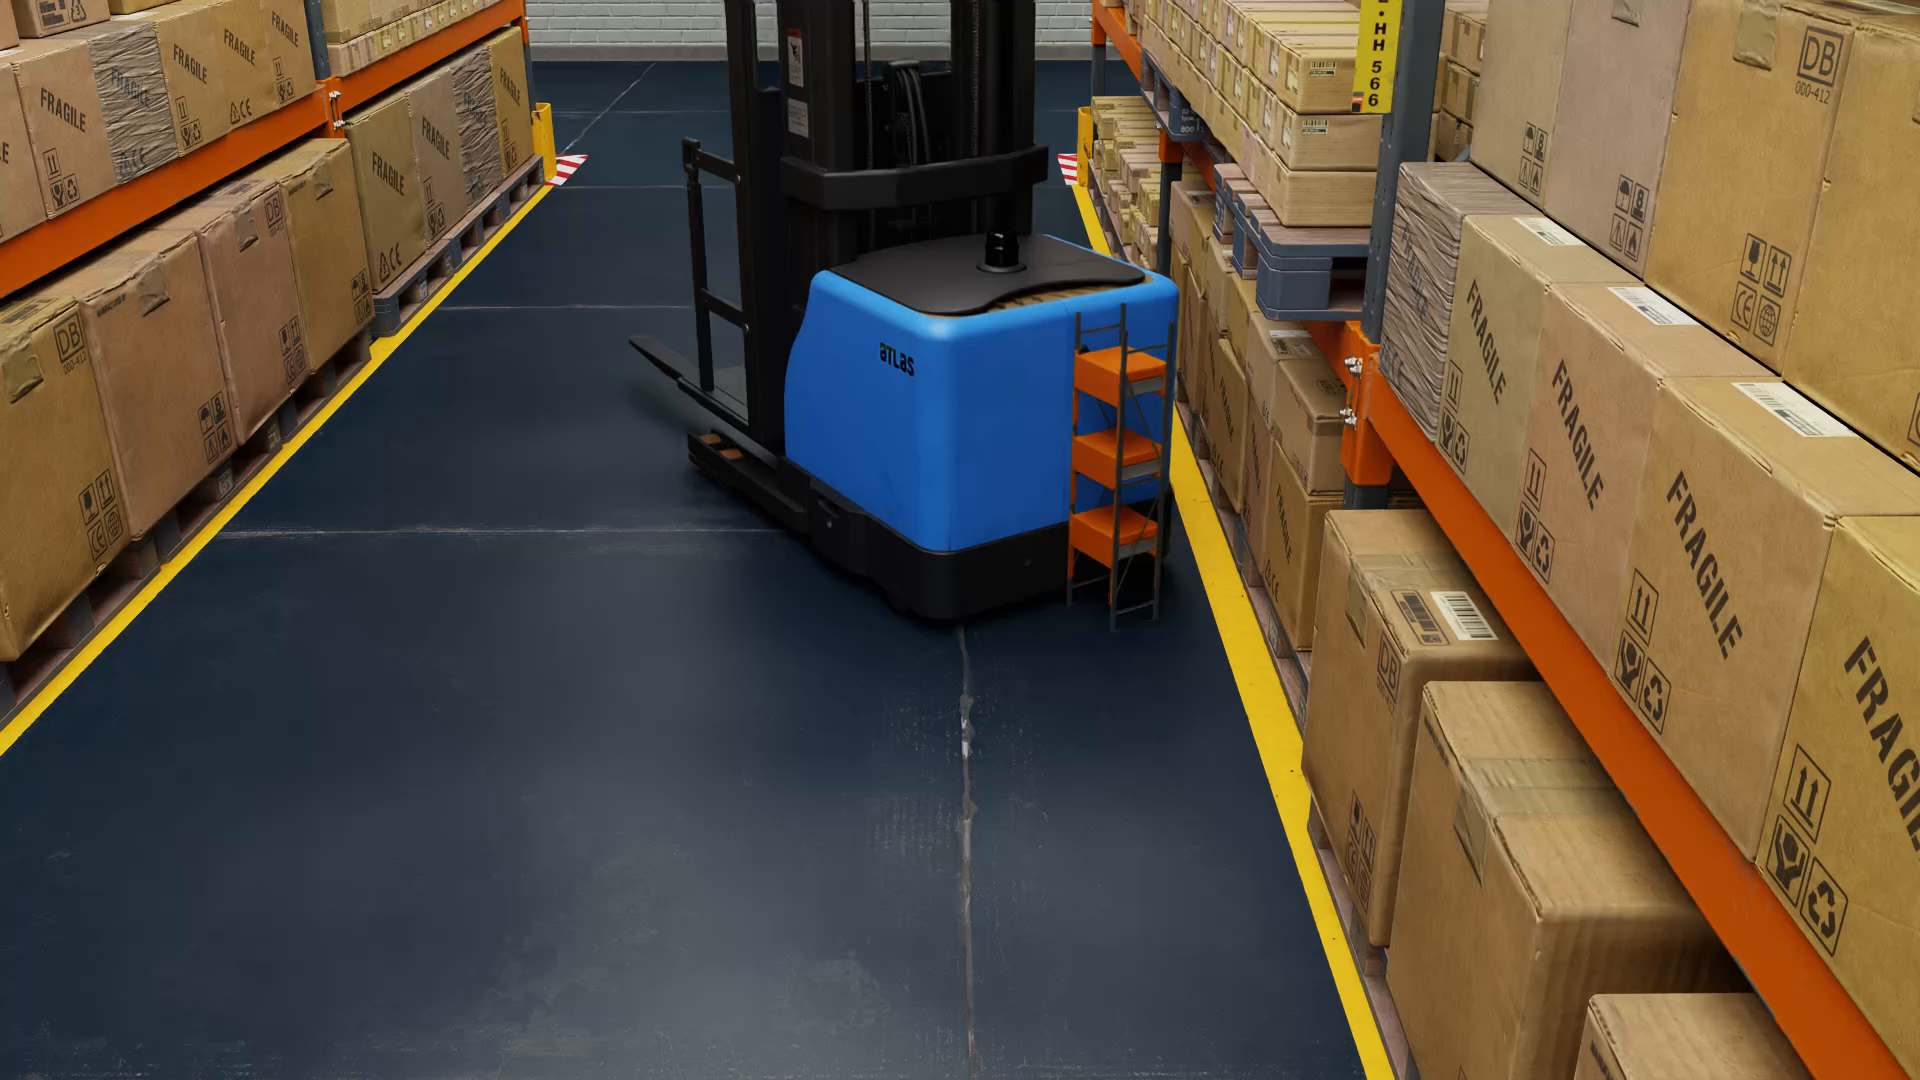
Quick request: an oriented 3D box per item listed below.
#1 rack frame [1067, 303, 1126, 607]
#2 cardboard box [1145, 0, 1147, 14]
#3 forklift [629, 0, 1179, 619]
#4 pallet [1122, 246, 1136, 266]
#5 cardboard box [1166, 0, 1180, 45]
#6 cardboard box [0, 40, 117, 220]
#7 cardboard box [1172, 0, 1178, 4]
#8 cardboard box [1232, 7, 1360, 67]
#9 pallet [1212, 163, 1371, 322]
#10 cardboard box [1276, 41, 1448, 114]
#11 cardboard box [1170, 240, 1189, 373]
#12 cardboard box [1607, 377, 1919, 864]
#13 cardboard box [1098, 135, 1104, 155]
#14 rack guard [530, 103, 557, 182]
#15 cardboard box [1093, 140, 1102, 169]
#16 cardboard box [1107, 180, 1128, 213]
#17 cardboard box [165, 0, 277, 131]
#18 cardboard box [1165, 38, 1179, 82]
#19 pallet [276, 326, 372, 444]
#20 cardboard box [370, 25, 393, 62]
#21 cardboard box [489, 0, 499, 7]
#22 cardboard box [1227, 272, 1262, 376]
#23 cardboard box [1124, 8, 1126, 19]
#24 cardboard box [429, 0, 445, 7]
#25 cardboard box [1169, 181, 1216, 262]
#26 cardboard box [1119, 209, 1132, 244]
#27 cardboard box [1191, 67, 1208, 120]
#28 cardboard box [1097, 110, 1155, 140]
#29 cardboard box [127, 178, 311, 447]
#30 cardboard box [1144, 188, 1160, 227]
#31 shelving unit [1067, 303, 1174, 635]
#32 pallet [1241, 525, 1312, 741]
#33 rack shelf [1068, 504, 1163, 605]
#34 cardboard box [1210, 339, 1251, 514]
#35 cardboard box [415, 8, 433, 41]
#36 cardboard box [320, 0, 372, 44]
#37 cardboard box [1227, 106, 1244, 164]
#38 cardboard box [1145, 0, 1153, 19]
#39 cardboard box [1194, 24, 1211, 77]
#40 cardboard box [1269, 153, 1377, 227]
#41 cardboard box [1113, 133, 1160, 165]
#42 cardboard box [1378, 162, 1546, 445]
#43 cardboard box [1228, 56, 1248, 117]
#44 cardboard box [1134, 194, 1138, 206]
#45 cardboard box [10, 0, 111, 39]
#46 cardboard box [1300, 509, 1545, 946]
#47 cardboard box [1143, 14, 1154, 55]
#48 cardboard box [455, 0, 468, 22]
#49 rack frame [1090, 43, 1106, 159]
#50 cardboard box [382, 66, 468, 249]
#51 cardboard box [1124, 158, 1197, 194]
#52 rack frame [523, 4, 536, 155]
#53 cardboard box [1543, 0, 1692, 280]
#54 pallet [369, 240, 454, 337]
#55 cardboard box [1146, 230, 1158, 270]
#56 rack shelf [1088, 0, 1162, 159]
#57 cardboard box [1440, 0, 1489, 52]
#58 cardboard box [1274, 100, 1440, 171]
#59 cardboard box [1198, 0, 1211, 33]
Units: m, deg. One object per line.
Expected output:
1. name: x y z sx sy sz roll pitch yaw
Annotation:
1. rack frame: 0.454 -0.270 5.574 0.200 1.050 0.008 -15 28 -29
2. cardboard box: 1.184 -2.699 8.096 0.500 0.500 0.500 0 24 0
3. forklift: -0.461 -1.633 6.303 1.130 2.935 3.031 -15 28 -29
4. pallet: 1.429 -1.326 8.926 1.003 0.211 1.213 0 24 -1
5. cardboard box: 1.028 -2.048 6.572 0.380 0.149 0.250 -1 24 -3
6. cardboard box: -3.195 -1.362 5.500 0.500 0.500 0.500 -1 24 -2
7. cardboard box: 1.026 -2.180 6.504 0.380 0.149 0.250 -1 24 -1
8. cardboard box: 1.042 -1.541 5.091 0.380 0.149 0.250 0 24 1
9. pallet: 1.401 -0.878 4.783 1.213 0.211 1.003 0 24 -1
10. cardboard box: 1.052 -1.220 4.380 0.380 0.149 0.250 -1 24 -3
11. cardboard box: 1.215 -1.067 7.493 0.500 0.500 0.500 1 24 1
12. cardboard box: 1.267 0.091 2.287 0.500 0.500 0.500 -1 24 -1
13. cardboard box: 1.124 -2.666 11.094 0.380 0.149 0.250 0 24 -1
14. rack guard: -3.533 -2.859 11.964 1.175 0.500 0.348 0 24 -1
15. cardboard box: 1.114 -2.644 11.405 0.380 0.149 0.250 0 24 1
16. cardboard box: 1.115 -2.120 10.248 0.380 0.149 0.250 -1 24 -3
17. cardboard box: -3.212 -1.990 6.888 0.500 0.500 0.500 0 24 1
18. cardboard box: 1.026 -1.912 6.633 0.380 0.149 0.250 0 24 0
19. pallet: -3.405 -0.751 7.655 1.003 0.211 1.213 0 24 -1
20. cardboard box: -3.166 -2.565 8.587 0.380 0.149 0.250 1 24 1
21. cardboard box: -3.193 -3.517 10.691 0.380 0.149 0.250 0 24 0
22. cardboard box: 1.240 -0.764 5.913 0.500 0.250 0.500 0 24 1
23. cardboard box: 1.190 -3.183 9.953 0.380 0.149 0.250 -1 24 -2
24. cardboard box: -3.241 -3.223 9.558 0.500 0.250 0.500 0 24 0
25. cardboard box: 1.216 -1.409 7.338 0.500 0.250 0.500 -1 24 -3
26. cardboard box: 1.116 -1.799 9.538 0.380 0.149 0.250 0 24 -1
27. cardboard box: 1.036 -1.591 5.923 0.380 0.149 0.250 -1 24 -3
28. cardboard box: 1.092 -2.697 10.801 0.380 0.149 0.250 0 24 -1
29. cardboard box: -3.451 -0.931 6.737 1.225 0.875 0.875 -1 24 -2
30. cardboard box: 1.165 -1.734 8.672 0.380 0.149 0.250 0 24 0
31. shelving unit: 0.520 -0.228 5.480 0.215 1.050 0.252 -15 28 -29
32. pallet: 1.509 0.277 5.382 1.003 0.211 1.213 0 24 -1
33. rack shelf: 0.520 0.035 5.599 0.215 0.259 0.240 -15 28 -29
34. cardboard box: 1.223 -0.426 6.076 0.500 0.500 0.500 -1 24 -3
35. cardboard box: -3.174 -2.883 9.288 0.380 0.149 0.250 0 24 0
36. cardboard box: -3.232 -2.602 8.183 0.500 0.250 0.500 -1 24 -2
37. cardboard box: 1.047 -1.261 5.194 0.380 0.149 0.250 -1 24 -1
38. cardboard box: 1.016 -2.368 7.280 0.380 0.149 0.250 0 24 0
39. cardboard box: 1.035 -1.724 5.856 0.380 0.149 0.250 -1 24 -2
40. cardboard box: 1.051 -0.950 4.506 0.380 0.149 0.250 0 24 0
41. cardboard box: 1.128 -2.372 10.083 0.380 0.149 0.250 0 24 0
42. cardboard box: 1.251 -0.531 3.663 0.500 0.500 0.500 0 24 0
43. cardboard box: 1.043 -1.407 5.156 0.380 0.149 0.250 0 24 0
44. cardboard box: 1.188 -1.907 9.415 0.380 0.149 0.250 0 24 1
45. cardboard box: -3.455 -2.040 5.782 0.797 0.503 0.637 1 24 1
46. cardboard box: 1.432 0.413 3.917 1.050 0.750 0.750 -1 24 -1
47. cardboard box: 1.016 -2.233 7.342 0.380 0.149 0.250 -1 24 -3
48. cardboard box: -3.183 -3.200 9.991 0.380 0.149 0.250 0 24 0
49. rack frame: 1.428 -3.968 11.384 1.000 3.000 0.127 0 24 -1
50. cardboard box: -3.426 -2.206 9.556 0.875 0.875 0.875 0 24 -1
51. cardboard box: 1.135 -2.055 9.382 0.380 0.149 0.250 -1 24 -3
52. rack frame: -3.532 -3.988 11.427 1.000 3.000 0.127 0 24 -1
53. cardboard box: 1.517 -0.780 2.999 0.700 0.500 0.500 -1 24 -1
54. pallet: -3.419 -1.383 9.051 1.003 0.211 1.213 0 24 -1
55. cardboard box: 1.151 -1.476 8.464 0.380 0.149 0.250 0 24 0
56. rack shelf: 1.450 -2.817 9.710 1.077 0.370 4.000 0 24 -1
57. cardboard box: 1.693 -1.644 5.317 0.380 0.149 0.250 1 24 2
58. cardboard box: 1.055 -1.086 4.445 0.380 0.149 0.250 0 24 1
59. cardboard box: 1.038 -1.860 5.796 0.380 0.149 0.250 0 24 1
